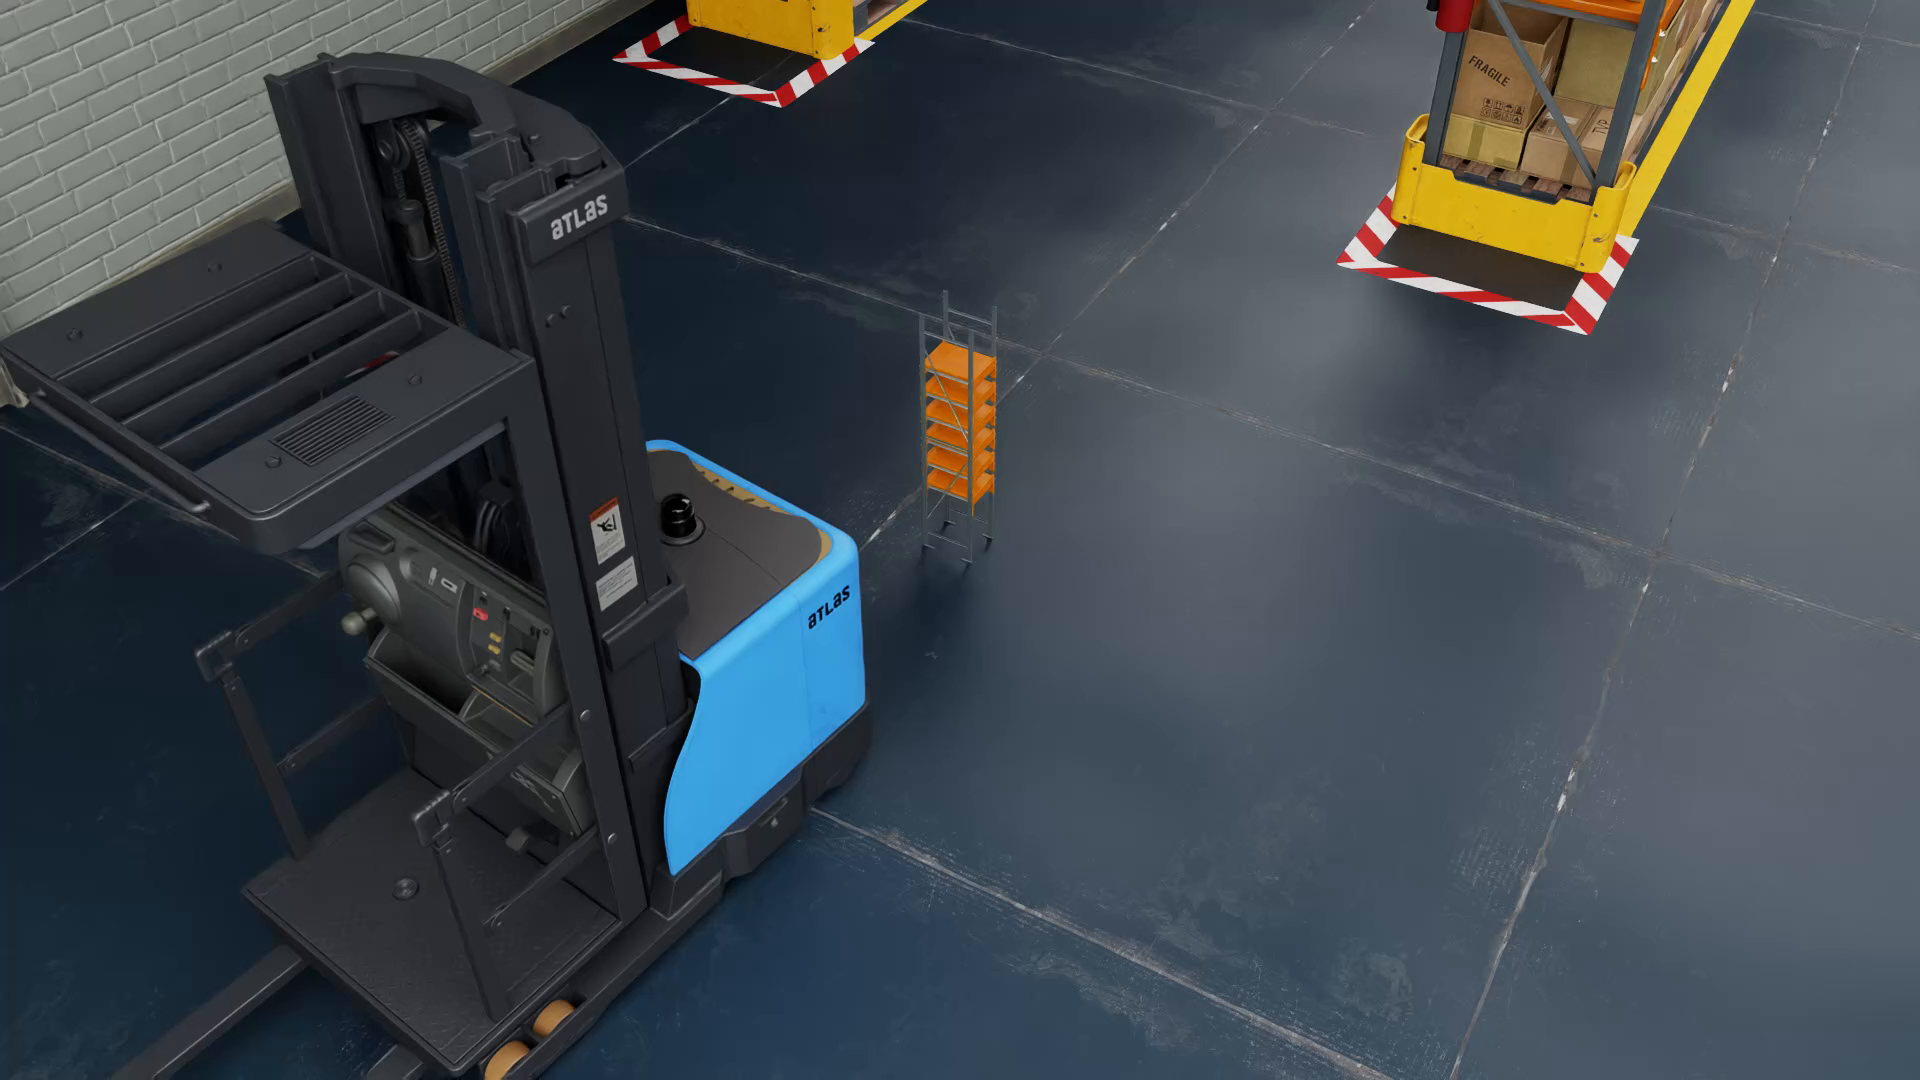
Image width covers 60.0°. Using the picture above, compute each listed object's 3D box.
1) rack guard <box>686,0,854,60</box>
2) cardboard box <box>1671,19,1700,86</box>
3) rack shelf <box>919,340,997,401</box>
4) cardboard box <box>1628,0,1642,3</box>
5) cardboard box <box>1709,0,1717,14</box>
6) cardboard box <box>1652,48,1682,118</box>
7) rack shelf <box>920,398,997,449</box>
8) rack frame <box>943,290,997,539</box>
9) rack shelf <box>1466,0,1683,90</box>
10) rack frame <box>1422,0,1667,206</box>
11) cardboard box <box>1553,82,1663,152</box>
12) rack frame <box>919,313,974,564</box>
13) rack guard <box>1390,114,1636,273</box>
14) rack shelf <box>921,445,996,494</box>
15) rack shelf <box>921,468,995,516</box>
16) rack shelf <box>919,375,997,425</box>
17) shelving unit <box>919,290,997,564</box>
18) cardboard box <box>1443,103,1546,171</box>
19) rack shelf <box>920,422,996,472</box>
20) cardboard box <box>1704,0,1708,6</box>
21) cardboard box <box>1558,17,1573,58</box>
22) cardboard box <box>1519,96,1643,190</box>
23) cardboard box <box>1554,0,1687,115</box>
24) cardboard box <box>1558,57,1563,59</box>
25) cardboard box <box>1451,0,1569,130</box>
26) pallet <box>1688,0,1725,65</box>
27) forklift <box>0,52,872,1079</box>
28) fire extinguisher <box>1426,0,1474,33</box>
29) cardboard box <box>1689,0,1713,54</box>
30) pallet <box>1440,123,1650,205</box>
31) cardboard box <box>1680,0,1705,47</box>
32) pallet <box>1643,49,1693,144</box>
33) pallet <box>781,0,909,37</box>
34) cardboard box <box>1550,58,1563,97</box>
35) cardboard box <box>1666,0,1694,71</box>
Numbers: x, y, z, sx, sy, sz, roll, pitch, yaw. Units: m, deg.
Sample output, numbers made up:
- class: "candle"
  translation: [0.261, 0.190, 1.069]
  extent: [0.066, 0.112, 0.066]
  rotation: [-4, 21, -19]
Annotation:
- class: "rack guard"
  translation: [-1.265, -3.578, 10.934]
  extent: [1.175, 0.500, 0.348]
  rotation: [21, 45, 22]
- class: "cardboard box"
  translation: [4.201, -3.053, 10.210]
  extent: [0.500, 0.250, 0.500]
  rotation: [21, 45, 22]
- class: "rack shelf"
  translation: [-0.007, -0.679, 6.635]
  extent: [0.258, 0.103, 0.180]
  rotation: [21, 45, 22]
- class: "cardboard box"
  translation: [3.233, -3.137, 8.467]
  extent: [0.700, 0.500, 0.500]
  rotation: [21, 45, 22]
- class: "cardboard box"
  translation: [4.688, -3.630, 10.865]
  extent: [0.500, 0.250, 0.500]
  rotation: [21, 45, 22]
- class: "cardboard box"
  translation: [3.947, -2.768, 9.887]
  extent: [0.500, 0.250, 0.500]
  rotation: [21, 45, 22]
- class: "rack shelf"
  translation: [-0.007, -0.499, 6.794]
  extent: [0.258, 0.103, 0.180]
  rotation: [21, 45, 22]
- class: "rack frame"
  translation: [0.039, -0.494, 6.904]
  extent: [0.240, 1.200, 0.006]
  rotation: [21, 45, 22]
- class: "rack shelf"
  translation: [3.989, -3.711, 9.738]
  extent: [1.077, 0.370, 4.000]
  rotation: [21, 45, 22]
- class: "rack frame"
  translation: [2.988, -2.836, 8.201]
  extent: [1.000, 3.000, 0.127]
  rotation: [21, 45, 22]
- class: "cardboard box"
  translation: [3.696, -2.483, 9.562]
  extent: [0.500, 0.250, 0.500]
  rotation: [21, 45, 22]
- class: "rack frame"
  translation: [-0.053, -0.390, 6.785]
  extent: [0.240, 1.200, 0.006]
  rotation: [21, 45, 22]
- class: "rack guard"
  translation: [2.976, -1.884, 9.012]
  extent: [1.175, 0.500, 0.348]
  rotation: [21, 45, 22]
- class: "rack shelf"
  translation: [-0.007, -0.319, 6.953]
  extent: [0.258, 0.103, 0.180]
  rotation: [21, 45, 22]
- class: "rack shelf"
  translation: [-0.007, -0.229, 7.032]
  extent: [0.258, 0.103, 0.180]
  rotation: [21, 45, 22]
- class: "rack shelf"
  translation: [-0.007, -0.589, 6.715]
  extent: [0.258, 0.103, 0.180]
  rotation: [21, 45, 22]
- class: "shelving unit"
  translation: [-0.007, -0.442, 6.844]
  extent: [0.258, 1.200, 0.189]
  rotation: [21, 45, 22]
- class: "cardboard box"
  translation: [3.001, -2.366, 9.430]
  extent: [0.500, 0.250, 0.500]
  rotation: [21, 45, 22]
- class: "rack shelf"
  translation: [-0.007, -0.409, 6.873]
  extent: [0.258, 0.103, 0.180]
  rotation: [21, 45, 22]
- class: "cardboard box"
  translation: [4.440, -3.625, 10.292]
  extent: [0.500, 0.500, 0.500]
  rotation: [21, 45, 22]
- class: "cardboard box"
  translation: [3.487, -3.226, 9.839]
  extent: [0.500, 0.500, 0.500]
  rotation: [21, 45, 22]
- class: "cardboard box"
  translation: [3.449, -2.195, 9.236]
  extent: [0.500, 0.250, 0.500]
  rotation: [21, 45, 22]
- class: "cardboard box"
  translation: [3.698, -2.763, 9.314]
  extent: [0.500, 0.500, 0.500]
  rotation: [21, 45, 22]
- class: "cardboard box"
  translation: [3.489, -2.943, 10.085]
  extent: [0.500, 0.250, 0.500]
  rotation: [21, 45, 22]
- class: "cardboard box"
  translation: [2.999, -2.649, 9.183]
  extent: [0.500, 0.500, 0.500]
  rotation: [21, 45, 22]
- class: "pallet"
  translation: [4.556, -3.637, 11.221]
  extent: [1.003, 0.211, 1.213]
  rotation: [21, 45, 22]
- class: "forklift"
  translation: [-1.631, 0.278, 4.717]
  extent: [1.130, 2.935, 3.031]
  rotation: [27, 48, 27]
- class: "fire extinguisher"
  translation: [2.527, -2.893, 8.324]
  extent: [0.296, 0.674, 0.183]
  rotation: [21, 45, 22]
- class: "cardboard box"
  translation: [4.451, -3.339, 10.535]
  extent: [0.500, 0.250, 0.500]
  rotation: [21, 45, 22]
- class: "pallet"
  translation: [3.335, -2.241, 9.635]
  extent: [1.003, 0.211, 1.213]
  rotation: [21, 45, 22]
- class: "cardboard box"
  translation: [4.202, -3.334, 9.962]
  extent: [0.500, 0.500, 0.500]
  rotation: [21, 45, 22]
- class: "pallet"
  translation: [3.946, -2.937, 10.425]
  extent: [1.003, 0.211, 1.213]
  rotation: [21, 45, 22]
- class: "pallet"
  translation: [-0.827, -3.923, 11.545]
  extent: [1.003, 0.211, 1.213]
  rotation: [21, 45, 22]
- class: "cardboard box"
  translation: [3.240, -2.657, 9.760]
  extent: [0.500, 0.250, 0.500]
  rotation: [21, 45, 22]
- class: "cardboard box"
  translation: [3.937, -3.054, 9.643]
  extent: [0.500, 0.500, 0.500]
  rotation: [21, 45, 22]
